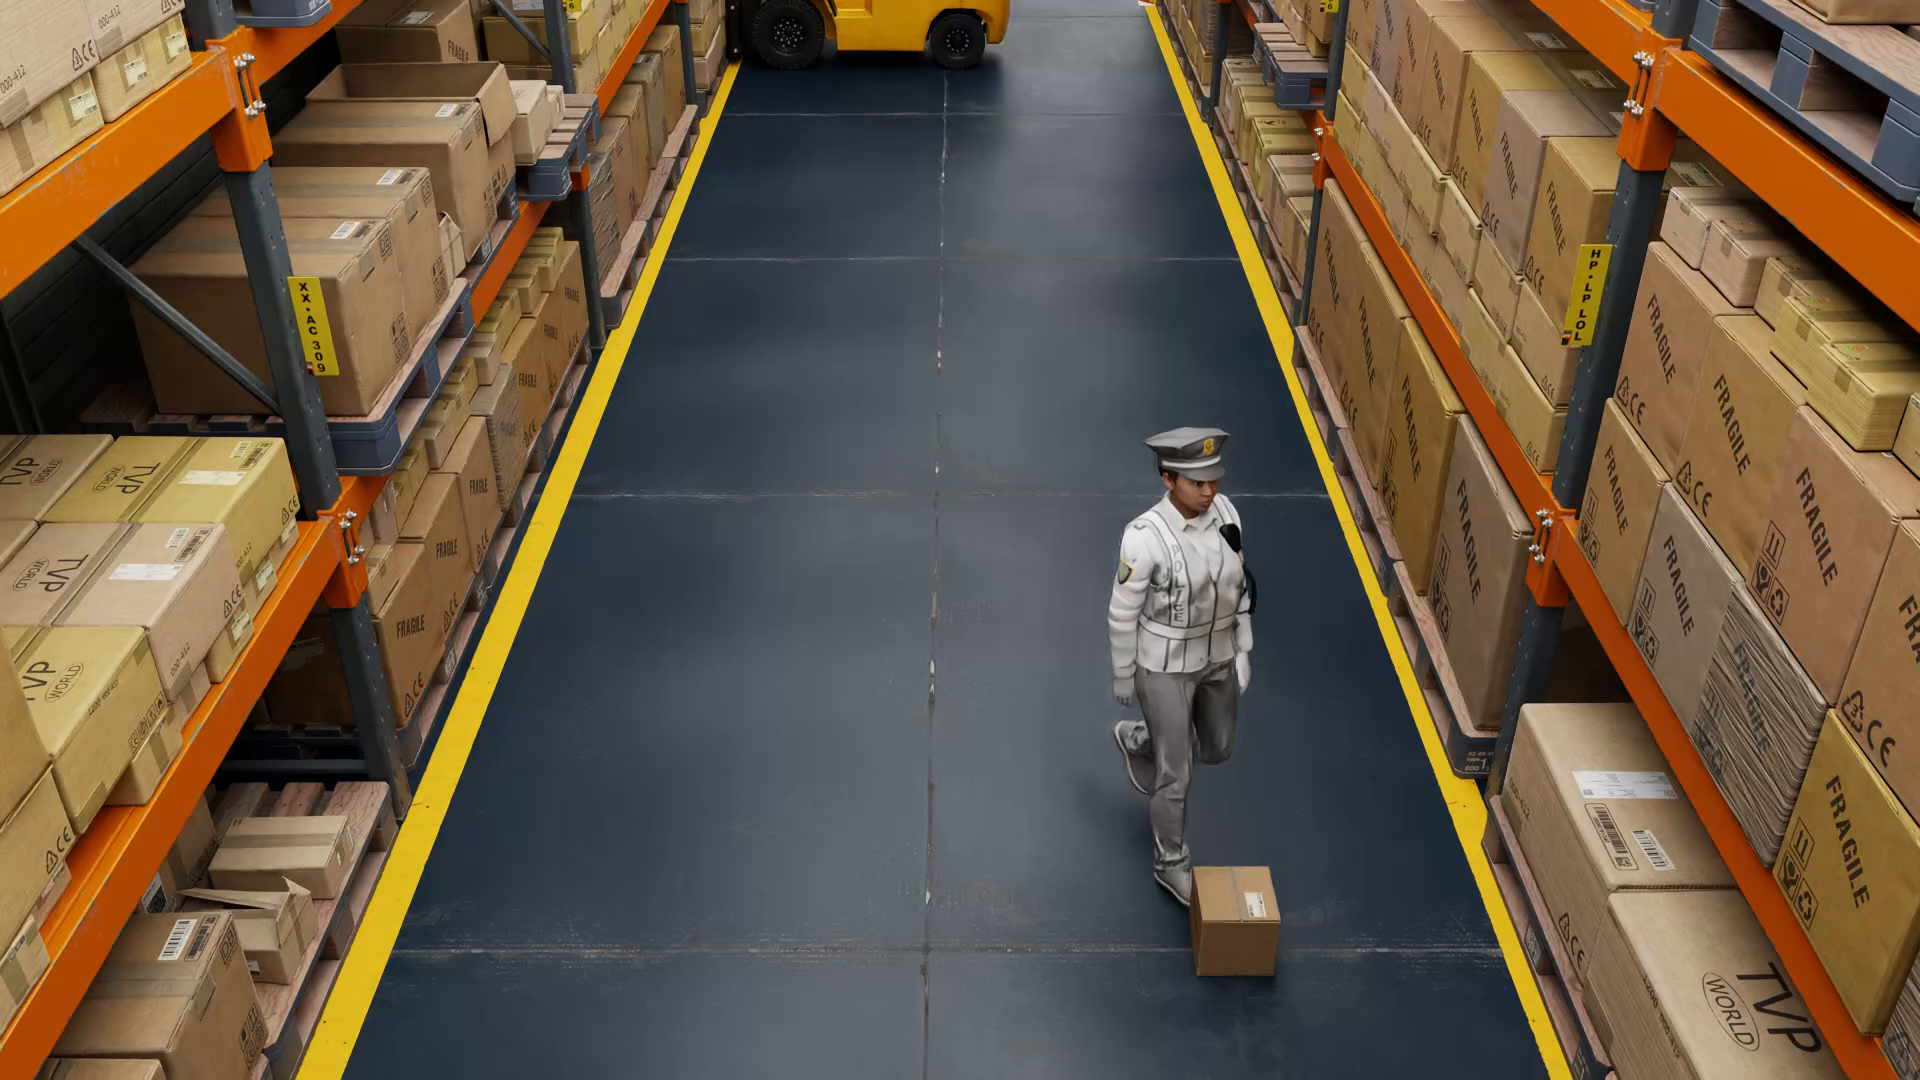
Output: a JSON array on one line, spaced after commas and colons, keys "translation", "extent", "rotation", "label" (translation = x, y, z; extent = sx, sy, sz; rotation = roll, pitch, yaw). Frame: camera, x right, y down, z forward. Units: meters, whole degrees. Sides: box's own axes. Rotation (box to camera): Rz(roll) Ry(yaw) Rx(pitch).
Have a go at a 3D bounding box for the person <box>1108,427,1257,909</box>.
[{"translation": [0.739, 0.386, 5.481], "extent": [0.495, 1.664, 0.715], "rotation": [-21, 37, -30], "label": "person"}]
